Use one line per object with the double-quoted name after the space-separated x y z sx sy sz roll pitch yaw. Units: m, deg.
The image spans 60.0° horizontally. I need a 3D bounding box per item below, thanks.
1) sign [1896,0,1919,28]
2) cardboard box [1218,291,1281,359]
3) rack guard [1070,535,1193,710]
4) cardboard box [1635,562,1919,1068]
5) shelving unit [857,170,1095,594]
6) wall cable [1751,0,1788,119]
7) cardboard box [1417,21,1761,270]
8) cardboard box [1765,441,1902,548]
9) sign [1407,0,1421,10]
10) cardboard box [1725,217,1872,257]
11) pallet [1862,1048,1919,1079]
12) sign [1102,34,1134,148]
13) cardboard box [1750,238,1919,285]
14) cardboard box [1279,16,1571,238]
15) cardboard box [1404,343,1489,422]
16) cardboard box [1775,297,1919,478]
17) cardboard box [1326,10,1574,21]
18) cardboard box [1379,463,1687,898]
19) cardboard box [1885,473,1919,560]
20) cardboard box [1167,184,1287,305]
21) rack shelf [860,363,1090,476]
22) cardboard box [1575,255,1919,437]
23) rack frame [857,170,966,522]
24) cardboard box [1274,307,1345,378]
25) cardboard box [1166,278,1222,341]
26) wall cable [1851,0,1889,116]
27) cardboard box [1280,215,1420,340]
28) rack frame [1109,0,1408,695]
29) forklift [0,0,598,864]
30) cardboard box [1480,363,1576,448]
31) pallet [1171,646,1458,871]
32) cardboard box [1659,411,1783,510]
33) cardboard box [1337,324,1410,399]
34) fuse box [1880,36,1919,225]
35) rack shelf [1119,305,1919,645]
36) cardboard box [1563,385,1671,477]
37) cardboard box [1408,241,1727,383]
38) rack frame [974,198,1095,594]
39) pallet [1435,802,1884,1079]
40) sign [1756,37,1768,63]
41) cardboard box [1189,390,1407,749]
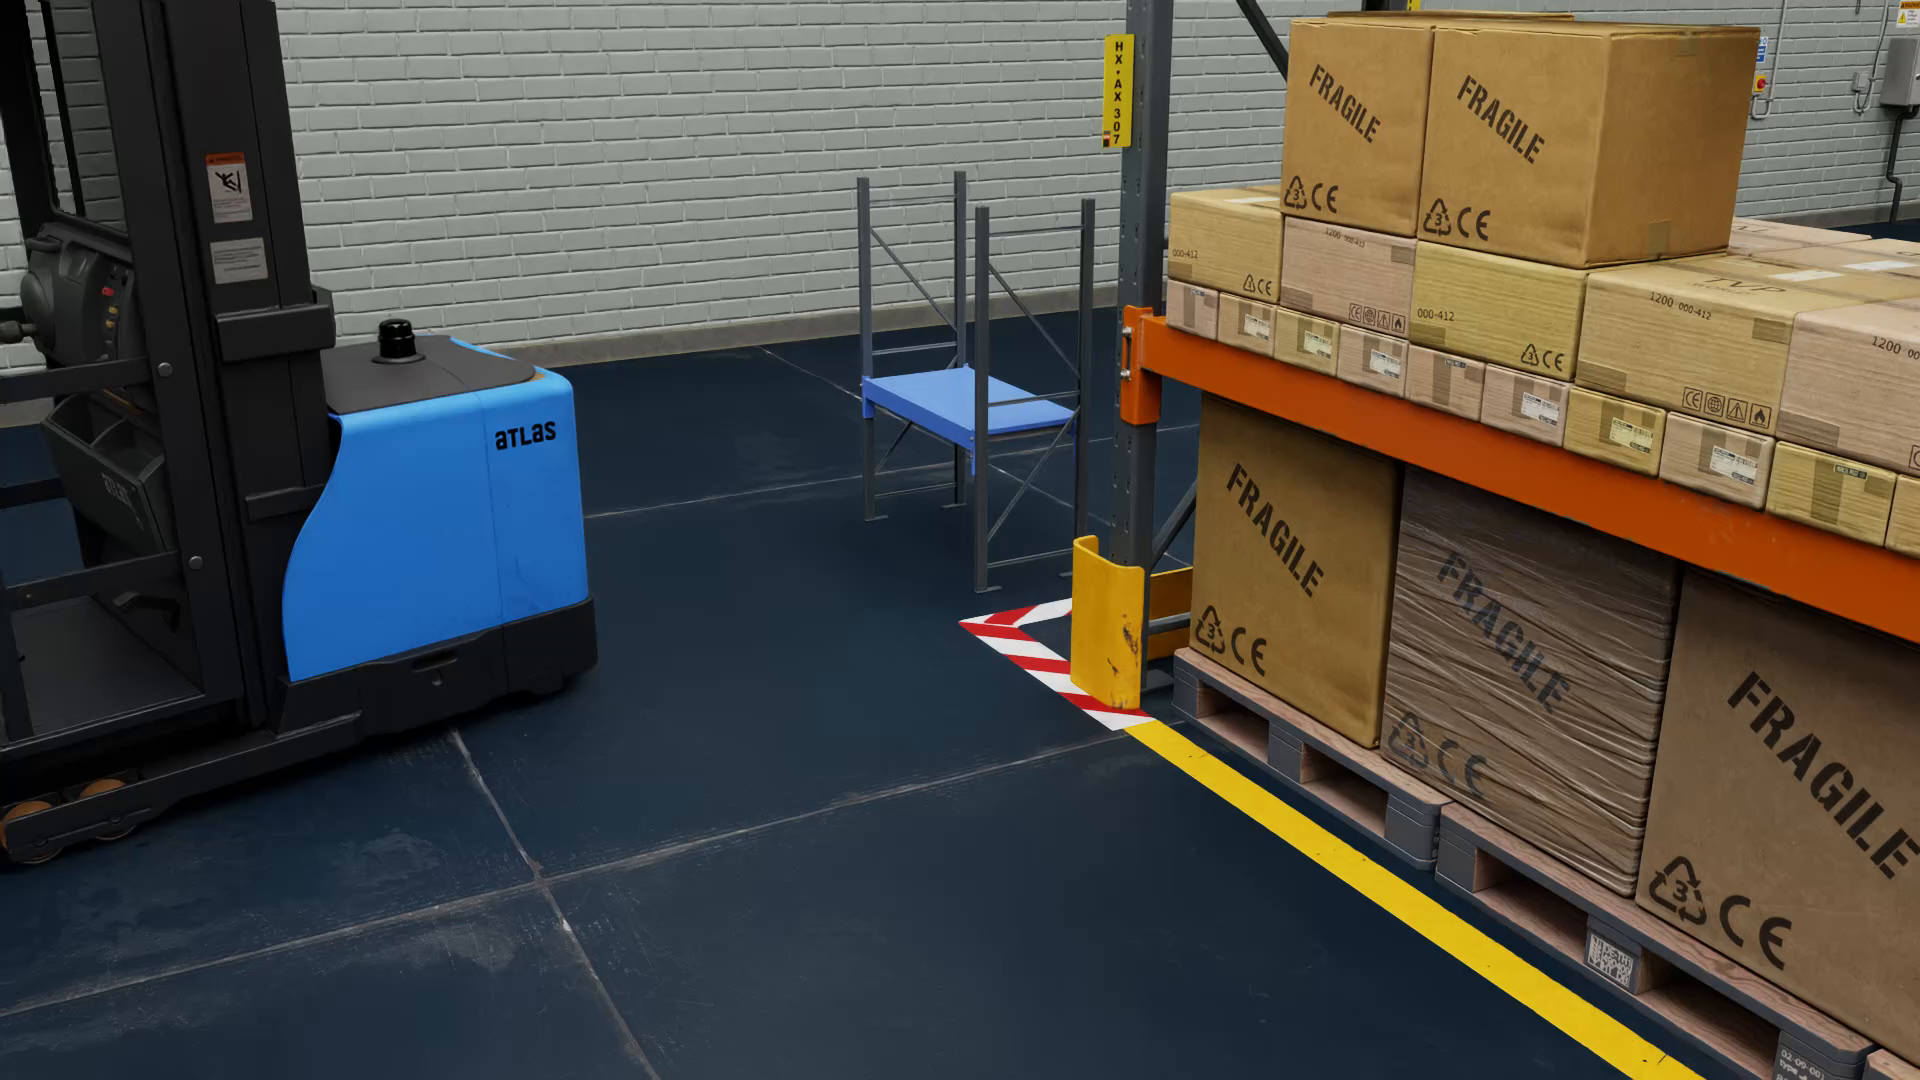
8.758 -4.855 15.336 0.339 0.242 0.001 -10 21 -27 "sign"
0.965 -0.635 4.757 0.380 0.149 0.250 -10 22 -27 "cardboard box"
0.953 0.195 5.800 1.175 0.500 0.348 -10 21 -27 "rack guard"
2.193 0.514 3.657 0.875 0.875 0.875 -10 21 -27 "cardboard box"
0.041 -0.684 6.816 0.538 1.500 1.048 -10 21 -27 "shelving unit"
6.987 -4.625 14.331 0.585 1.953 0.123 -10 21 -27 "wall cable"
1.443 -0.933 3.861 0.500 0.500 0.500 -11 22 -28 "cardboard box"
1.820 -0.119 3.261 0.380 0.149 0.250 -10 22 -28 "cardboard box"
1.448 -1.719 5.377 0.100 0.325 0.005 -10 21 -27 "sign"
1.910 -0.660 4.219 0.500 0.250 0.500 -11 22 -28 "cardboard box"
2.571 1.256 3.167 1.003 0.211 1.213 -10 21 -27 "pallet"
0.473 -1.342 4.974 0.100 0.325 0.005 -10 21 -27 "sign"
2.161 -0.511 3.787 0.500 0.250 0.500 -10 21 -27 "cardboard box"
1.192 -1.081 4.290 0.500 0.500 0.500 -11 22 -28 "cardboard box"
1.332 -0.413 4.116 0.380 0.149 0.250 -10 22 -28 "cardboard box"
1.932 -0.282 3.124 0.500 0.250 0.500 -10 21 -26 "cardboard box"
1.427 -1.305 4.939 0.500 0.500 0.500 -10 21 -26 "cardboard box"
1.771 0.259 4.397 0.875 0.875 0.875 -10 21 -27 "cardboard box"
1.941 -0.045 3.048 0.380 0.149 0.250 -10 21 -26 "cardboard box"
0.954 -0.870 4.828 0.500 0.250 0.500 -11 22 -28 "cardboard box"
0.041 -0.514 6.874 0.538 0.185 1.000 -10 21 -27 "rack shelf"
1.695 -0.428 3.547 0.500 0.250 0.500 -10 22 -28 "cardboard box"
-0.201 -0.830 7.239 0.500 1.500 0.032 -10 21 -27 "rack frame"
1.087 -0.561 4.544 0.380 0.149 0.250 -11 22 -28 "cardboard box"
0.842 -0.708 4.970 0.380 0.149 0.250 -10 21 -26 "cardboard box"
8.230 -4.833 14.982 0.588 1.984 0.122 -10 21 -27 "wall cable"
1.207 -0.722 4.399 0.500 0.250 0.500 -10 22 -27 "cardboard box"
0.964 -0.980 5.373 1.000 3.000 0.127 -10 21 -27 "rack frame"
-2.669 -0.690 4.637 3.031 2.935 1.130 -17 25 -40 "forklift"
1.455 -0.339 3.902 0.380 0.149 0.250 -10 22 -27 "cardboard box"
1.413 0.556 5.197 1.003 0.211 1.213 -10 21 -27 "pallet"
1.700 -0.192 3.474 0.380 0.149 0.250 -10 21 -26 "cardboard box"
1.212 -0.487 4.328 0.380 0.149 0.250 -10 22 -27 "cardboard box"
8.905 -3.804 15.533 0.539 1.711 0.414 -10 21 -27 "fuse box"
1.914 -0.066 3.826 1.077 0.370 4.000 -10 21 -27 "rack shelf"
1.574 -0.267 3.691 0.380 0.149 0.250 -11 22 -28 "cardboard box"
1.442 -0.577 3.979 0.500 0.250 0.500 -11 22 -28 "cardboard box"
0.282 -0.539 6.393 0.500 1.500 0.032 -10 21 -27 "rack frame"
1.988 0.906 4.184 1.003 0.211 1.213 -10 21 -27 "pallet"
6.916 -4.268 14.487 0.327 0.218 0.001 -10 21 -27 "sign"
1.338 -0.003 5.154 0.875 0.875 0.875 -10 21 -27 "cardboard box"
